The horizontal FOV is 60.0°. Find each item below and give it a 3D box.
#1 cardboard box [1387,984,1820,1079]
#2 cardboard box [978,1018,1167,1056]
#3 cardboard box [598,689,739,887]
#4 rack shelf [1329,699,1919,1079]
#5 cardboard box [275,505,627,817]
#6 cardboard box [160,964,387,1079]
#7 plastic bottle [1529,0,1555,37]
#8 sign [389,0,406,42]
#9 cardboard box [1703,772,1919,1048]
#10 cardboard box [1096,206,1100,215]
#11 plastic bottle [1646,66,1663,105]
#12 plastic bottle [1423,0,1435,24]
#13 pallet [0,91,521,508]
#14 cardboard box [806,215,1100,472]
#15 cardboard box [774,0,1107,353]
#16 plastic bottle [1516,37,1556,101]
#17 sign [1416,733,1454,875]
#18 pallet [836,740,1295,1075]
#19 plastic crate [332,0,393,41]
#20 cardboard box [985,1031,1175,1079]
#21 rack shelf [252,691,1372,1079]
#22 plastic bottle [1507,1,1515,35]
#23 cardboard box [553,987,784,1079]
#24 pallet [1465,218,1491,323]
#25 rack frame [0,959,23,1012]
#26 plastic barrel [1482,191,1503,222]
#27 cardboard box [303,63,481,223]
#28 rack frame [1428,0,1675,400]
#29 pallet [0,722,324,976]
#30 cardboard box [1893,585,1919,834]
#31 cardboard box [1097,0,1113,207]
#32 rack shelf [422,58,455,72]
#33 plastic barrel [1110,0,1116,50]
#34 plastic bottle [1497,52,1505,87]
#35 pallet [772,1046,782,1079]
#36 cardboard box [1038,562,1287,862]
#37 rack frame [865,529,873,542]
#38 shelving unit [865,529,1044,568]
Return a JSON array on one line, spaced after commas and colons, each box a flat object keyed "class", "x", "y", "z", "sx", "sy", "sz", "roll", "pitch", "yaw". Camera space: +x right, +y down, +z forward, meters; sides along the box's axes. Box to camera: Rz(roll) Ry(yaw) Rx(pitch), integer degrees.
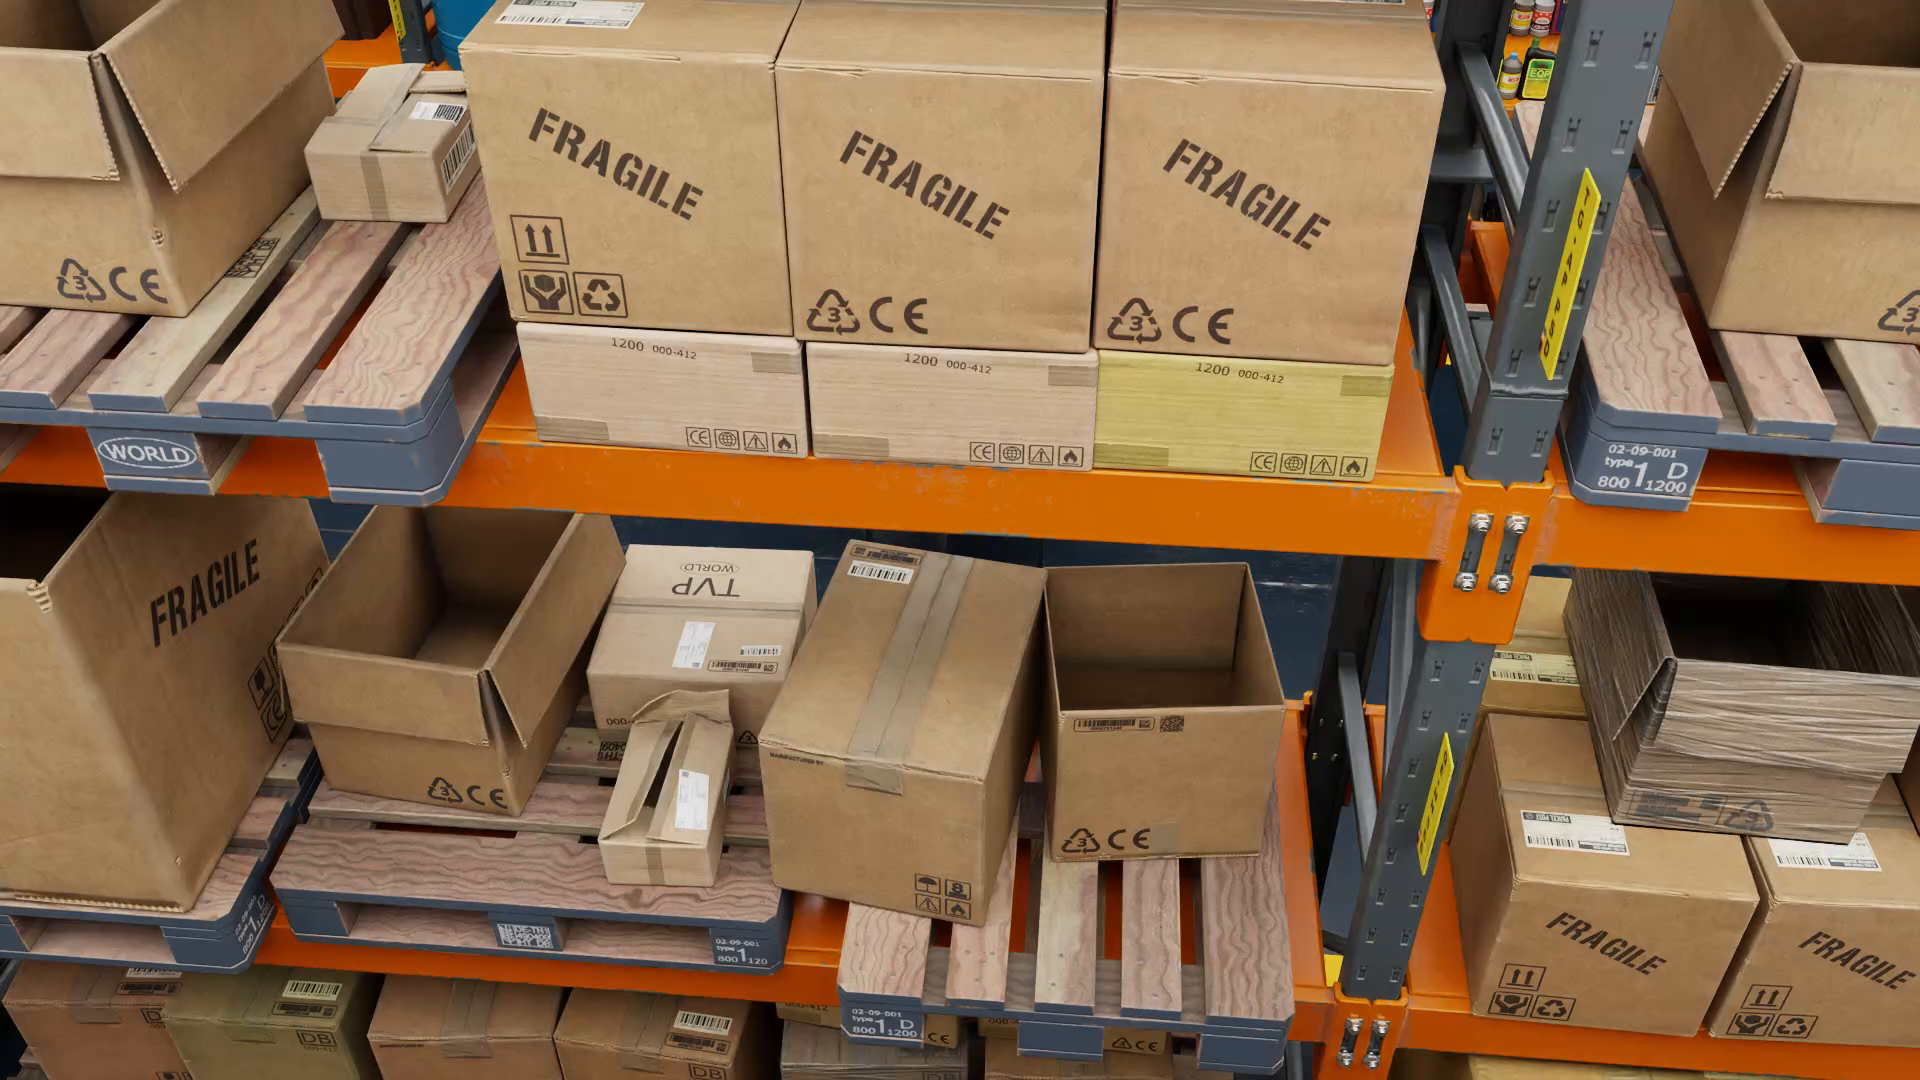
[{"class": "cardboard box", "x": 1.682, "y": 1.323, "z": 4.598, "sx": 0.875, "sy": 0.875, "sz": 1.225, "roll": 1, "pitch": 39, "yaw": 2}, {"class": "cardboard box", "x": 0.326, "y": 1.102, "z": 4.558, "sx": 0.500, "sy": 0.250, "sz": 0.500, "roll": 5, "pitch": 39, "yaw": 6}, {"class": "cardboard box", "x": -0.688, "y": 0.580, "z": 3.935, "sx": 0.258, "sy": 0.266, "sz": 0.396, "roll": 2, "pitch": 39, "yaw": 3}, {"class": "rack shelf", "x": 2.989, "y": 0.999, "z": 4.216, "sx": 4.000, "sy": 0.370, "sz": 1.077, "roll": 3, "pitch": 39, "yaw": 4}, {"class": "cardboard box", "x": -1.254, "y": 0.227, "z": 4.180, "sx": 0.637, "sy": 0.503, "sz": 0.797, "roll": 7, "pitch": 40, "yaw": 8}, {"class": "cardboard box", "x": -1.905, "y": 1.277, "z": 4.936, "sx": 0.500, "sy": 0.500, "sz": 0.700, "roll": 3, "pitch": 39, "yaw": 4}, {"class": "plastic bottle", "x": 2.886, "y": -2.605, "z": 8.232, "sx": 0.097, "sy": 0.201, "sz": 0.097, "roll": 0, "pitch": 39, "yaw": 0}, {"class": "sign", "x": -2.620, "y": -2.483, "z": 7.705, "sx": 0.005, "sy": 0.325, "sz": 0.100, "roll": 3, "pitch": 39, "yaw": 4}, {"class": "cardboard box", "x": 1.971, "y": 0.797, "z": 3.816, "sx": 0.500, "sy": 0.500, "sz": 0.500, "roll": 2, "pitch": 39, "yaw": 3}, {"class": "cardboard box", "x": 0.039, "y": -0.708, "z": 3.486, "sx": 0.500, "sy": 0.250, "sz": 0.500, "roll": 4, "pitch": 39, "yaw": 5}, {"class": "plastic bottle", "x": 3.209, "y": -2.153, "z": 7.617, "sx": 0.135, "sy": 0.276, "sz": 0.152, "roll": 3, "pitch": 39, "yaw": 4}, {"class": "plastic bottle", "x": 2.304, "y": -2.637, "z": 8.271, "sx": 0.097, "sy": 0.201, "sz": 0.097, "roll": 0, "pitch": 39, "yaw": 0}, {"class": "pallet", "x": -1.349, "y": -0.542, "z": 3.312, "sx": 1.003, "sy": 0.211, "sz": 1.213, "roll": 3, "pitch": 39, "yaw": 4}, {"class": "cardboard box", "x": 0.006, "y": -0.384, "z": 3.088, "sx": 0.500, "sy": 0.250, "sz": 0.500, "roll": 3, "pitch": 39, "yaw": 4}, {"class": "cardboard box", "x": -0.012, "y": -0.674, "z": 2.851, "sx": 0.500, "sy": 0.500, "sz": 0.500, "roll": 3, "pitch": 39, "yaw": 4}, {"class": "plastic bottle", "x": 2.647, "y": -2.158, "z": 7.617, "sx": 0.133, "sy": 0.283, "sz": 0.061, "roll": 3, "pitch": 39, "yaw": 4}, {"class": "sign", "x": 0.959, "y": 0.535, "z": 3.362, "sx": 0.005, "sy": 0.325, "sz": 0.100, "roll": 3, "pitch": 39, "yaw": 4}, {"class": "pallet", "x": 0.277, "y": 0.714, "z": 4.148, "sx": 1.003, "sy": 0.211, "sz": 1.213, "roll": 3, "pitch": 39, "yaw": 4}, {"class": "plastic crate", "x": -3.072, "y": -2.806, "z": 8.370, "sx": 0.504, "sy": 0.338, "sz": 0.767, "roll": 3, "pitch": 39, "yaw": 4}, {"class": "cardboard box", "x": 0.327, "y": 1.386, "z": 4.802, "sx": 0.500, "sy": 0.500, "sz": 0.700, "roll": 1, "pitch": 39, "yaw": 1}, {"class": "rack shelf", "x": -0.996, "y": 0.782, "z": 4.483, "sx": 4.000, "sy": 0.370, "sz": 1.077, "roll": 3, "pitch": 39, "yaw": 4}, {"class": "plastic bottle", "x": 2.692, "y": -2.616, "z": 8.245, "sx": 0.097, "sy": 0.201, "sz": 0.097, "roll": 0, "pitch": 39, "yaw": 0}, {"class": "cardboard box", "x": -0.792, "y": 1.338, "z": 4.862, "sx": 0.500, "sy": 0.500, "sz": 0.700, "roll": 6, "pitch": 40, "yaw": 8}, {"class": "pallet", "x": 2.213, "y": -1.405, "z": 8.809, "sx": 1.213, "sy": 0.211, "sz": 1.003, "roll": 3, "pitch": 39, "yaw": 4}, {"class": "rack frame", "x": -2.989, "y": 0.394, "z": 4.390, "sx": 0.127, "sy": 3.000, "sz": 1.000, "roll": 3, "pitch": 39, "yaw": 4}, {"class": "plastic barrel", "x": 3.038, "y": -1.654, "z": 8.483, "sx": 0.708, "sy": 0.588, "sz": 0.600, "roll": 3, "pitch": 39, "yaw": 4}, {"class": "cardboard box", "x": -1.112, "y": -0.803, "z": 3.336, "sx": 0.250, "sy": 0.166, "sz": 0.380, "roll": 2, "pitch": 39, "yaw": 3}, {"class": "rack frame", "x": 0.996, "y": -1.715, "z": 2.229, "sx": 0.127, "sy": 3.000, "sz": 1.000, "roll": 3, "pitch": 39, "yaw": 4}, {"class": "pallet", "x": -2.240, "y": 0.601, "z": 4.287, "sx": 1.213, "sy": 0.211, "sz": 1.003, "roll": 3, "pitch": 39, "yaw": 4}, {"class": "cardboard box", "x": 2.372, "y": 0.271, "z": 3.667, "sx": 0.637, "sy": 0.503, "sz": 0.797, "roll": 4, "pitch": 39, "yaw": 5}, {"class": "cardboard box", "x": 0.045, "y": -1.002, "z": 3.253, "sx": 0.500, "sy": 0.500, "sz": 0.500, "roll": 3, "pitch": 39, "yaw": 4}, {"class": "rack shelf", "x": -0.569, "y": -2.333, "z": 8.310, "sx": 4.000, "sy": 0.370, "sz": 1.077, "roll": 3, "pitch": 39, "yaw": 4}, {"class": "plastic barrel", "x": 0.935, "y": -2.391, "z": 7.704, "sx": 0.708, "sy": 0.536, "sz": 0.600, "roll": 3, "pitch": 39, "yaw": 4}, {"class": "plastic bottle", "x": 2.417, "y": -2.170, "z": 7.632, "sx": 0.133, "sy": 0.283, "sz": 0.061, "roll": 3, "pitch": 39, "yaw": 4}, {"class": "pallet", "x": -0.994, "y": 1.581, "z": 5.140, "sx": 1.213, "sy": 0.211, "sz": 1.003, "roll": 3, "pitch": 39, "yaw": 4}, {"class": "cardboard box", "x": 0.455, "y": 0.406, "z": 3.964, "sx": 0.500, "sy": 0.500, "sz": 0.500, "roll": -1, "pitch": 39, "yaw": -2}, {"class": "rack frame", "x": -0.371, "y": -0.602, "z": 6.801, "sx": 0.023, "sy": 1.500, "sz": 0.400, "roll": 3, "pitch": 39, "yaw": 4}, {"class": "shelving unit", "x": -0.007, "y": -0.582, "z": 6.777, "sx": 0.755, "sy": 1.500, "sz": 0.431, "roll": 3, "pitch": 39, "yaw": 4}]
